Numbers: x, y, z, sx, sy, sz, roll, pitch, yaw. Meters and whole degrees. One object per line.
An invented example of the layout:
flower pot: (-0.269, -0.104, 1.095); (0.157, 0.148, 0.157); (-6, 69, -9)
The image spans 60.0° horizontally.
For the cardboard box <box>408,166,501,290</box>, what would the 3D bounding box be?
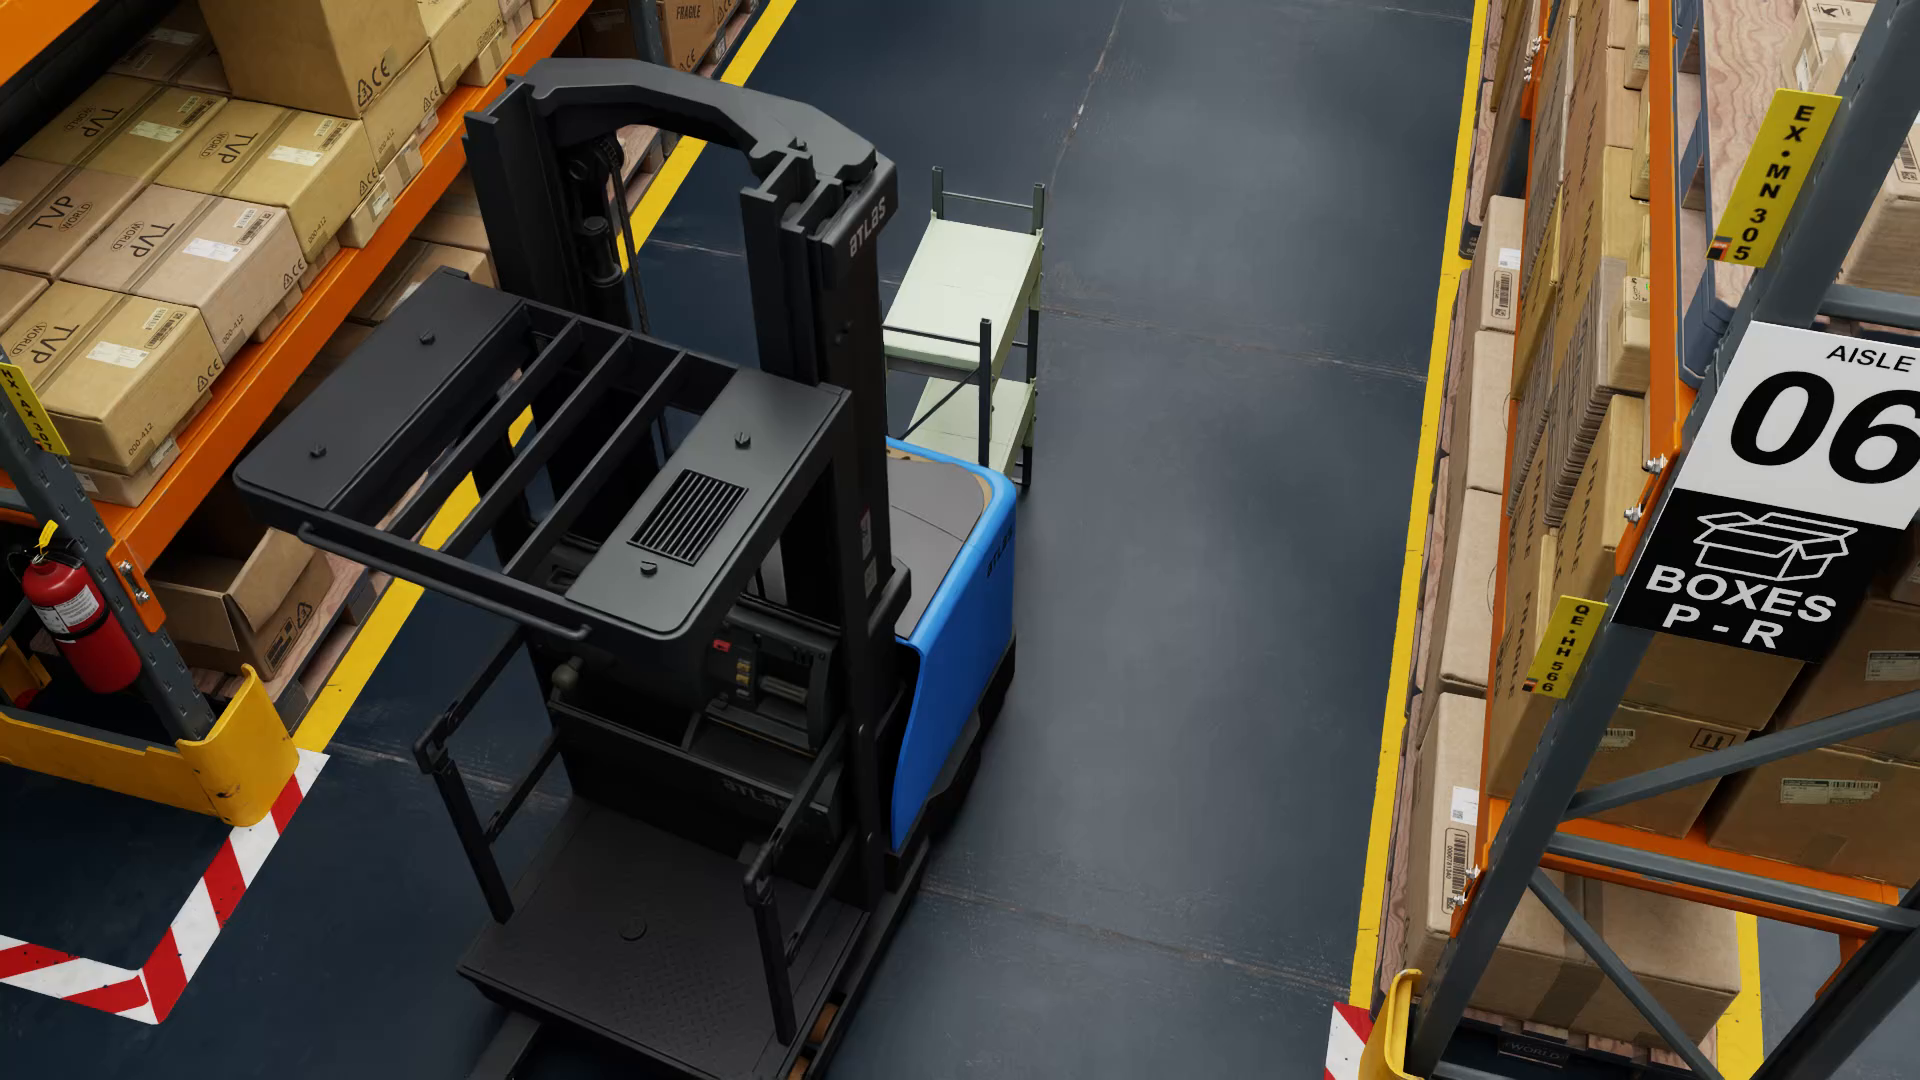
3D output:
cardboard box: (-2.197, -1.263, 7.170); (0.700, 0.500, 0.500); (10, 49, 9)

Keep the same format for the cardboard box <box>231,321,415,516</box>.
cardboard box: (-2.470, -0.512, 6.508); (0.700, 0.500, 0.500); (13, 50, 12)

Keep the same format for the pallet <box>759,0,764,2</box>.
pallet: (-1.435, -3.618, 9.721); (1.003, 0.211, 1.213); (12, 50, 10)

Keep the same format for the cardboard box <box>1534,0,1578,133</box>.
cardboard box: (2.482, -1.828, 6.215); (0.500, 0.500, 0.500); (13, 50, 11)

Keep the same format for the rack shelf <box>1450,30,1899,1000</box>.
rack shelf: (2.331, -0.398, 5.499); (1.077, 0.370, 4.000); (12, 50, 10)

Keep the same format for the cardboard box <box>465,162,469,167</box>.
cardboard box: (-2.334, -1.878, 7.839); (0.500, 0.311, 0.500); (13, 50, 11)

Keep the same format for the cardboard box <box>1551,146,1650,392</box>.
cardboard box: (1.945, -0.690, 4.544); (0.500, 0.500, 0.500); (11, 50, 10)

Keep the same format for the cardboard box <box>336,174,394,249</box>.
cardboard box: (-2.247, -1.189, 5.885); (0.380, 0.149, 0.250); (10, 49, 9)

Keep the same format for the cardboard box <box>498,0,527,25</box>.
cardboard box: (-1.948, -2.327, 6.623); (0.500, 0.250, 0.500); (12, 50, 10)

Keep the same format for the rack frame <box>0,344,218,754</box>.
rack frame: (-2.985, -0.166, 4.815); (1.000, 3.000, 0.127); (12, 50, 10)

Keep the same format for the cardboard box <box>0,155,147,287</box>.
cardboard box: (-2.983, -0.973, 5.429); (0.500, 0.250, 0.500); (12, 50, 10)

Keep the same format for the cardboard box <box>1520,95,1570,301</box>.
cardboard box: (2.208, -1.106, 5.578); (0.500, 0.500, 0.500); (12, 50, 10)

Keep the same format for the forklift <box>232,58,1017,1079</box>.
forklift: (-0.854, 0.401, 4.360); (1.130, 2.935, 3.031); (18, 51, 15)

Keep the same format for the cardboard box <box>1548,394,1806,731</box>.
cardboard box: (1.702, 0.051, 3.890); (0.500, 0.500, 0.500); (13, 50, 11)

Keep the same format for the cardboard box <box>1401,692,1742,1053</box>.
cardboard box: (1.882, 1.022, 5.195); (0.875, 0.438, 0.875); (10, 49, 9)

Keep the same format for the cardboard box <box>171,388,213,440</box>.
cardboard box: (-2.611, -0.460, 5.242); (0.380, 0.149, 0.250); (13, 50, 11)

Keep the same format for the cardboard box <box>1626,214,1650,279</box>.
cardboard box: (1.843, -0.633, 4.061); (0.380, 0.149, 0.250); (13, 50, 11)

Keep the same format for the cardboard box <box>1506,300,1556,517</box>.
cardboard box: (1.949, -0.358, 4.917); (0.500, 0.500, 0.500); (13, 50, 11)

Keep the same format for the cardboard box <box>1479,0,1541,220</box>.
cardboard box: (2.944, -1.983, 7.555); (0.875, 0.875, 0.875); (13, 50, 11)

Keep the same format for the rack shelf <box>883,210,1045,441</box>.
rack shelf: (0.002, -0.759, 5.818); (0.431, 0.370, 0.720); (12, 50, 10)

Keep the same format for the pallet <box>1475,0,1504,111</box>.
pallet: (3.307, -2.618, 8.839); (1.003, 0.211, 1.213); (12, 50, 10)

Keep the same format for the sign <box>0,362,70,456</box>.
sign: (-2.461, -0.346, 4.396); (0.100, 0.325, 0.005); (12, 50, 10)

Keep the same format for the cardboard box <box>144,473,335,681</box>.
cardboard box: (-2.732, 0.097, 5.967); (0.797, 0.503, 0.637); (10, 49, 9)

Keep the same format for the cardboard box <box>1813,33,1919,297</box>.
cardboard box: (1.836, -0.648, 2.992); (0.500, 0.250, 0.500); (7, 49, 7)

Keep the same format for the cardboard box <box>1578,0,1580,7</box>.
cardboard box: (2.499, -2.150, 5.832); (0.500, 0.500, 0.500); (12, 50, 10)

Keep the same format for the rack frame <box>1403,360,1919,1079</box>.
rack frame: (1.805, 0.811, 3.953); (1.000, 3.000, 0.127); (12, 50, 10)

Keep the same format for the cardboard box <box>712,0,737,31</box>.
cardboard box: (-1.457, -3.064, 8.760); (0.500, 0.500, 0.500); (11, 49, 10)

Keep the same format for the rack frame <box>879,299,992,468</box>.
rack frame: (-0.095, -0.236, 5.877); (0.400, 1.500, 0.023); (12, 50, 10)

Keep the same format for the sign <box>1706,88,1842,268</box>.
sign: (1.285, -0.566, 2.629); (0.100, 0.325, 0.005); (12, 50, 10)

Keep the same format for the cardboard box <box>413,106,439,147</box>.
cardboard box: (-2.196, -1.583, 6.233); (0.380, 0.149, 0.250); (11, 50, 10)

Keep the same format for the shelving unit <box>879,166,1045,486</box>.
shelving unit: (0.002, -0.501, 6.111); (0.431, 1.500, 0.755); (12, 50, 10)

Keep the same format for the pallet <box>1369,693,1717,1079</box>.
pallet: (1.940, 1.139, 5.522); (1.003, 0.211, 1.213); (12, 50, 10)

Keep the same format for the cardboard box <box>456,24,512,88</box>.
cardboard box: (-2.000, -1.936, 6.544); (0.380, 0.149, 0.250); (11, 49, 9)

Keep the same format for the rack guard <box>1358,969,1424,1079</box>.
rack guard: (1.799, 1.655, 4.875); (1.175, 0.500, 0.348); (12, 50, 10)

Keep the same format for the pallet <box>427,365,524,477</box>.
pallet: (-2.433, -0.755, 7.195); (1.003, 0.211, 1.213); (12, 50, 10)

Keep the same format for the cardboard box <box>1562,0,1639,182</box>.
cardboard box: (2.214, -1.418, 5.186); (0.500, 0.500, 0.500); (12, 50, 11)

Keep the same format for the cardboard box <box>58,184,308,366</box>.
cardboard box: (-2.473, -0.855, 5.324); (0.500, 0.250, 0.500); (12, 50, 10)

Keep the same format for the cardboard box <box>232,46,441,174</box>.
cardboard box: (-2.229, -1.596, 5.979); (0.500, 0.250, 0.500); (10, 49, 9)

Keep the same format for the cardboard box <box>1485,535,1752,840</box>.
cardboard box: (1.677, 0.376, 4.269); (0.500, 0.500, 0.500); (12, 50, 10)

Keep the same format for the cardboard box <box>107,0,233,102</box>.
cardboard box: (-2.710, -1.708, 6.078); (0.500, 0.250, 0.500); (11, 50, 10)

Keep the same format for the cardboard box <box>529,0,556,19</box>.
cardboard box: (-1.865, -2.311, 6.875); (0.380, 0.149, 0.250); (13, 50, 11)

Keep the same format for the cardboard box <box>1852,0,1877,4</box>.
cardboard box: (2.247, -1.397, 3.614); (0.500, 0.311, 0.500); (12, 50, 11)

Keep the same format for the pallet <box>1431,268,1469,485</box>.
pallet: (2.582, -0.625, 7.080); (1.003, 0.211, 1.213); (12, 50, 10)

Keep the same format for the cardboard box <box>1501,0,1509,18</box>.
cardboard box: (3.410, -3.284, 8.704); (0.875, 0.875, 0.875); (12, 50, 10)

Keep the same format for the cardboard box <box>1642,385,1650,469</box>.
cardboard box: (1.750, -0.256, 3.728); (0.380, 0.149, 0.250); (12, 50, 11)

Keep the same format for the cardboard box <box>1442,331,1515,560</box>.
cardboard box: (2.354, -0.293, 6.356); (0.875, 0.438, 0.875); (10, 49, 9)

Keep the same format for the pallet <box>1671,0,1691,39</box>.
pallet: (2.309, -1.577, 4.118); (1.003, 0.211, 1.213); (12, 50, 10)

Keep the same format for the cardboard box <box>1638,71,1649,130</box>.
cardboard box: (2.076, -1.187, 4.550); (0.380, 0.149, 0.250); (13, 50, 11)

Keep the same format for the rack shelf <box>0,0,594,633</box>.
rack shelf: (-2.458, -1.375, 6.361); (1.077, 0.370, 4.000); (12, 50, 10)

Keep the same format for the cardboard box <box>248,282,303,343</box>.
cardboard box: (-2.450, -0.828, 5.566); (0.380, 0.149, 0.250); (13, 50, 11)

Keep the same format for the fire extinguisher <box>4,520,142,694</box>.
fire extinguisher: (-2.578, 0.180, 4.809); (0.296, 0.674, 0.183); (12, 50, 10)
